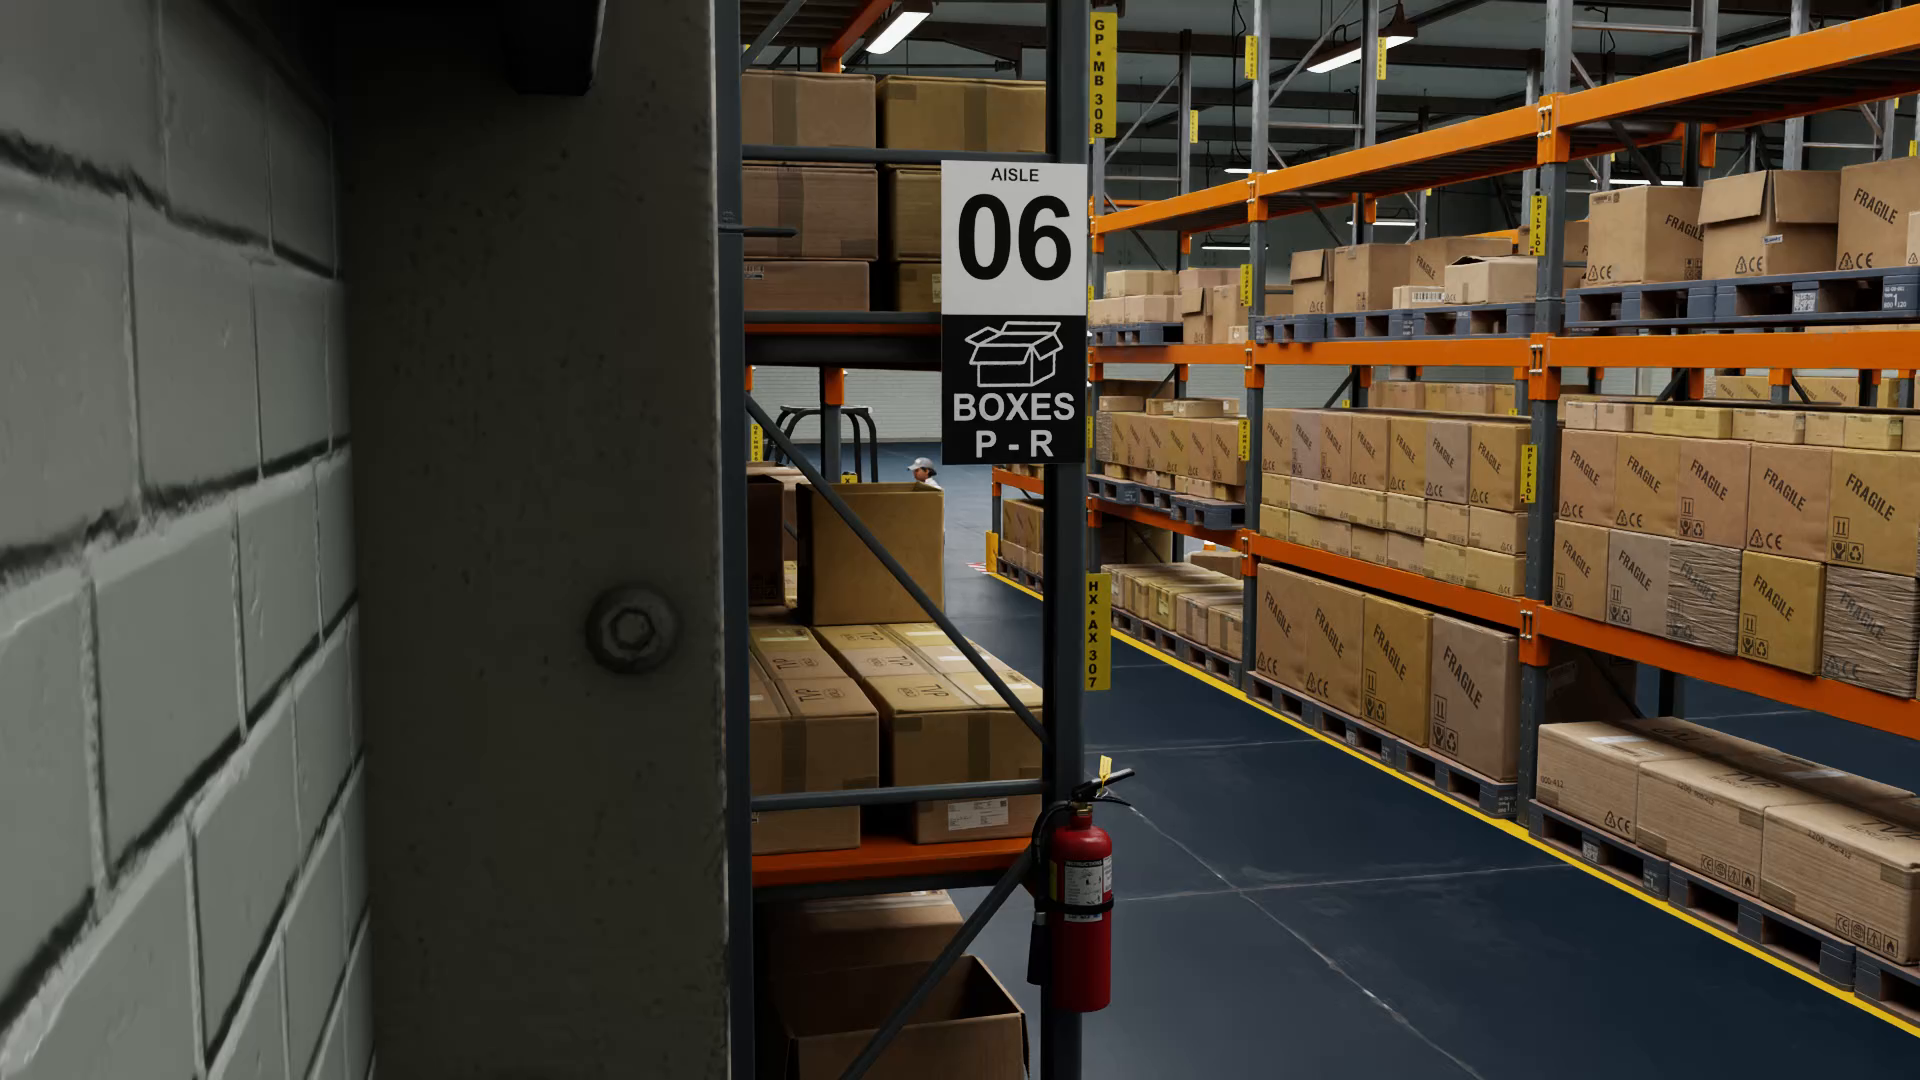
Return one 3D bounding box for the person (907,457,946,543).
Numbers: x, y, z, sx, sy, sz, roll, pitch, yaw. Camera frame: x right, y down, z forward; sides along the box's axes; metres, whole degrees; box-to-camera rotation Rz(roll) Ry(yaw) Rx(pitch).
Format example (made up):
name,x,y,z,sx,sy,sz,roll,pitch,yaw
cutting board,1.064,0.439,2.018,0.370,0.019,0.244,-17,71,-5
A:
name,x,y,z,sx,sy,sz,roll,pitch,yaw
person,-0.413,-0.008,17.267,0.498,1.698,0.532,-3,7,-24
